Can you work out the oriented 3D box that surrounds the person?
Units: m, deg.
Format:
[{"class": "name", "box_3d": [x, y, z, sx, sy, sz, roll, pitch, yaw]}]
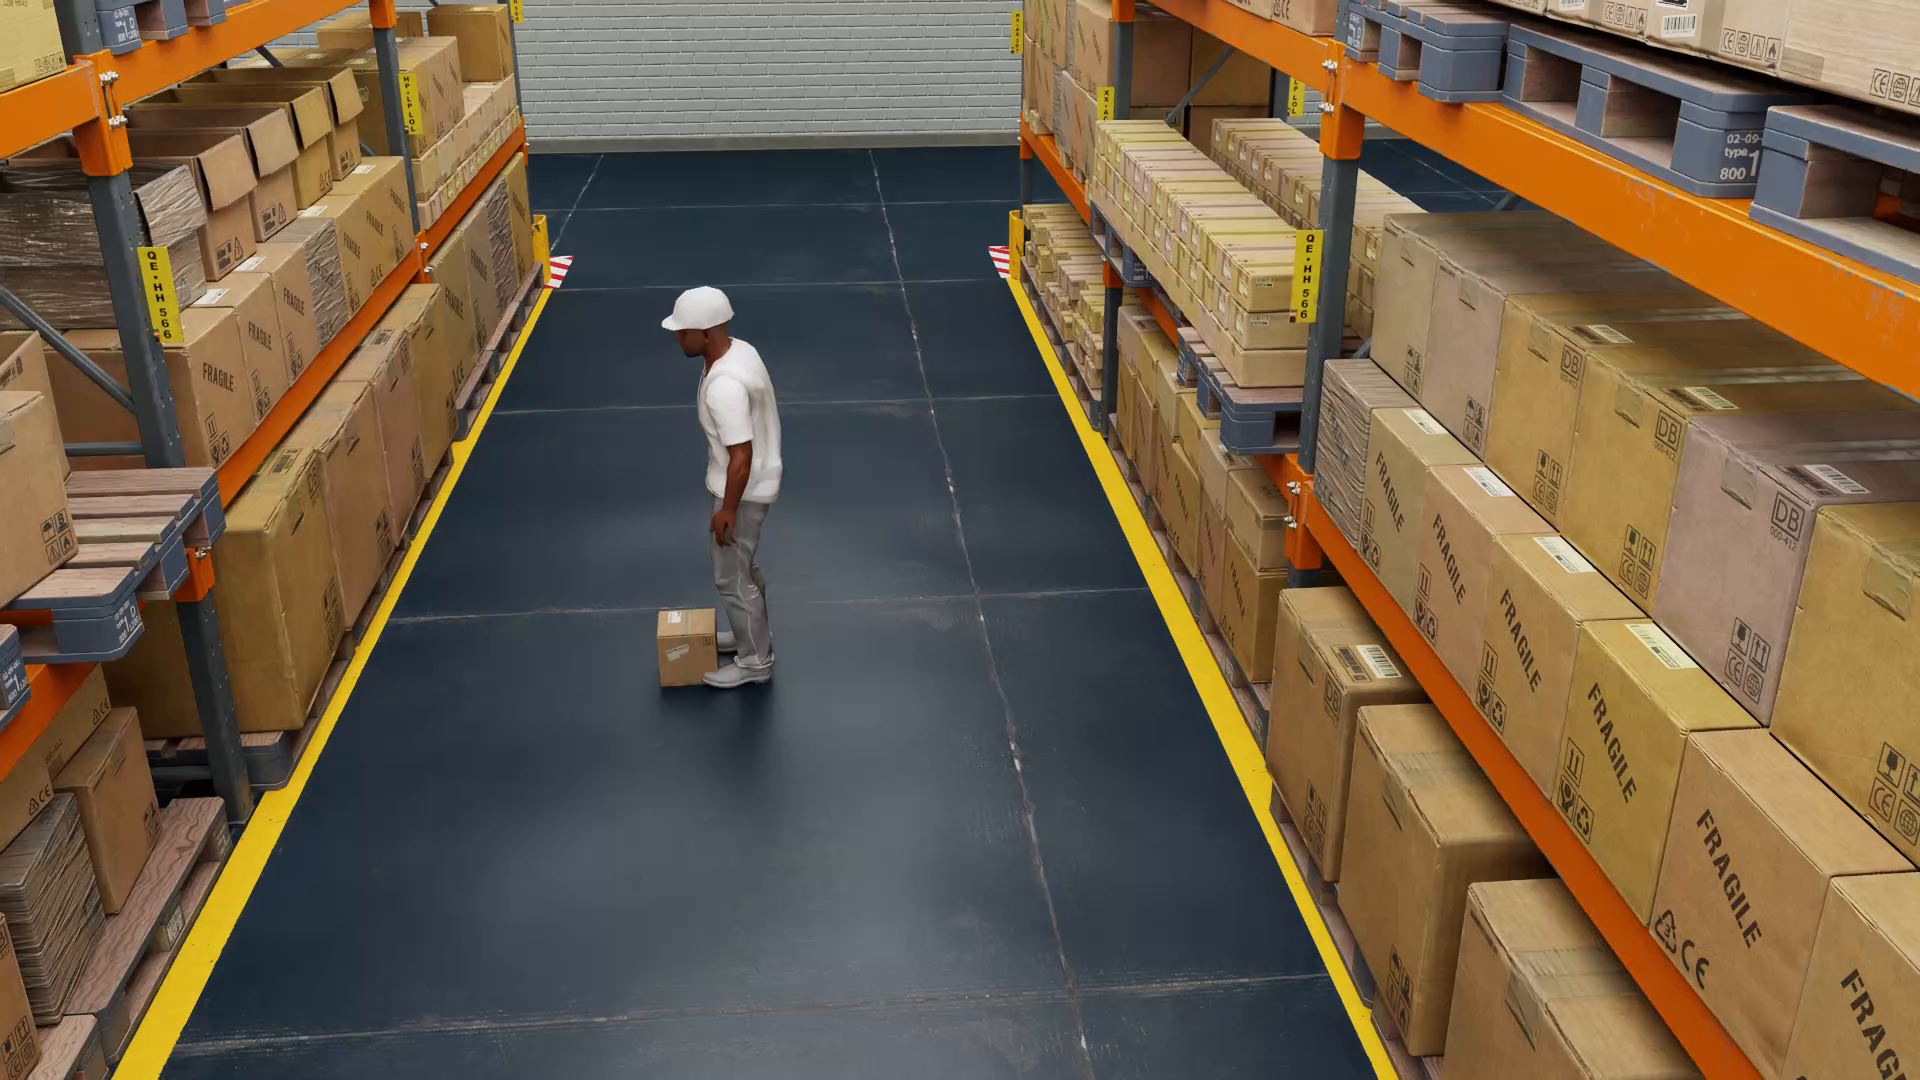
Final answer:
[{"class": "person", "box_3d": [-0.985, -0.229, 7.100, 0.463, 1.760, 0.631, -2, 24, -6]}]
